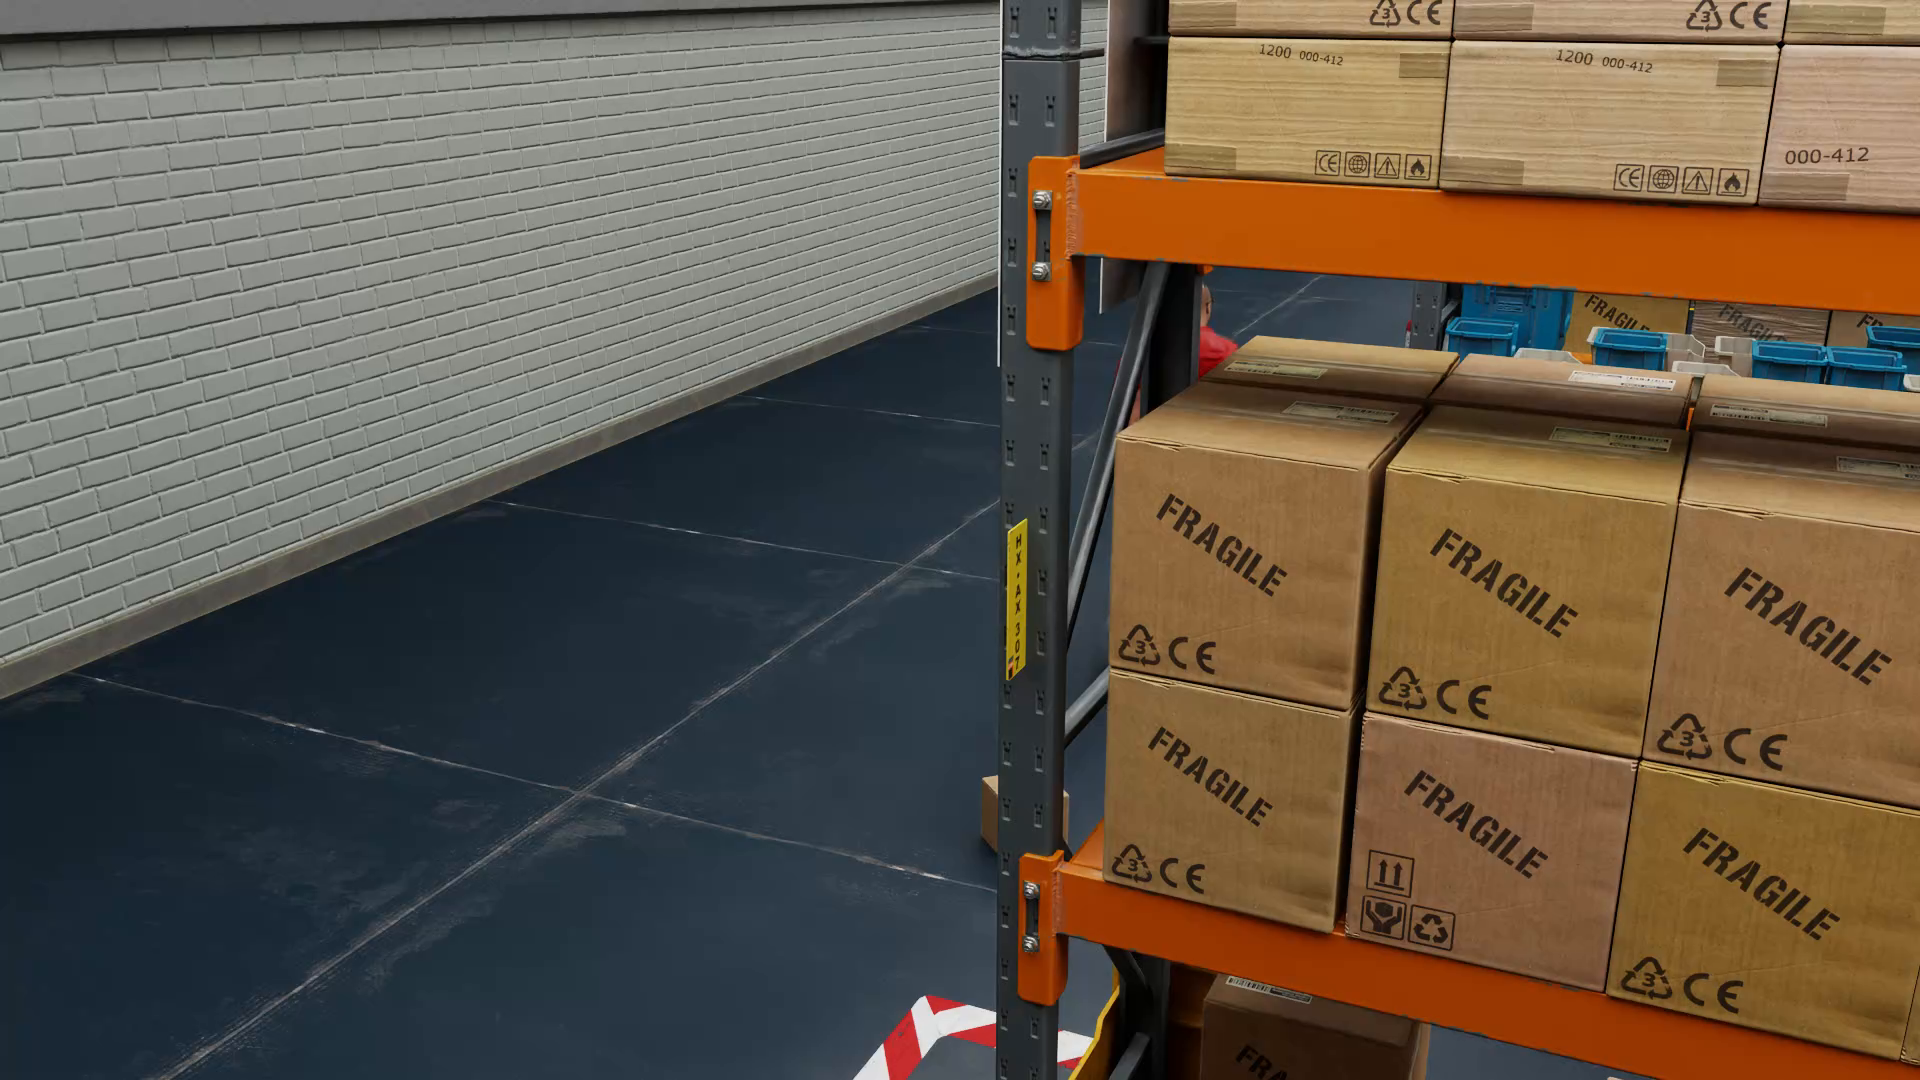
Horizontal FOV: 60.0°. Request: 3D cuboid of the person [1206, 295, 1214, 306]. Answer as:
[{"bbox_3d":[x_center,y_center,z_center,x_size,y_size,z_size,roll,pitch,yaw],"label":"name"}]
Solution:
[{"bbox_3d":[1.150,-0.459,8.353,0.427,1.542,0.533,7,20,21],"label":"person"}]
